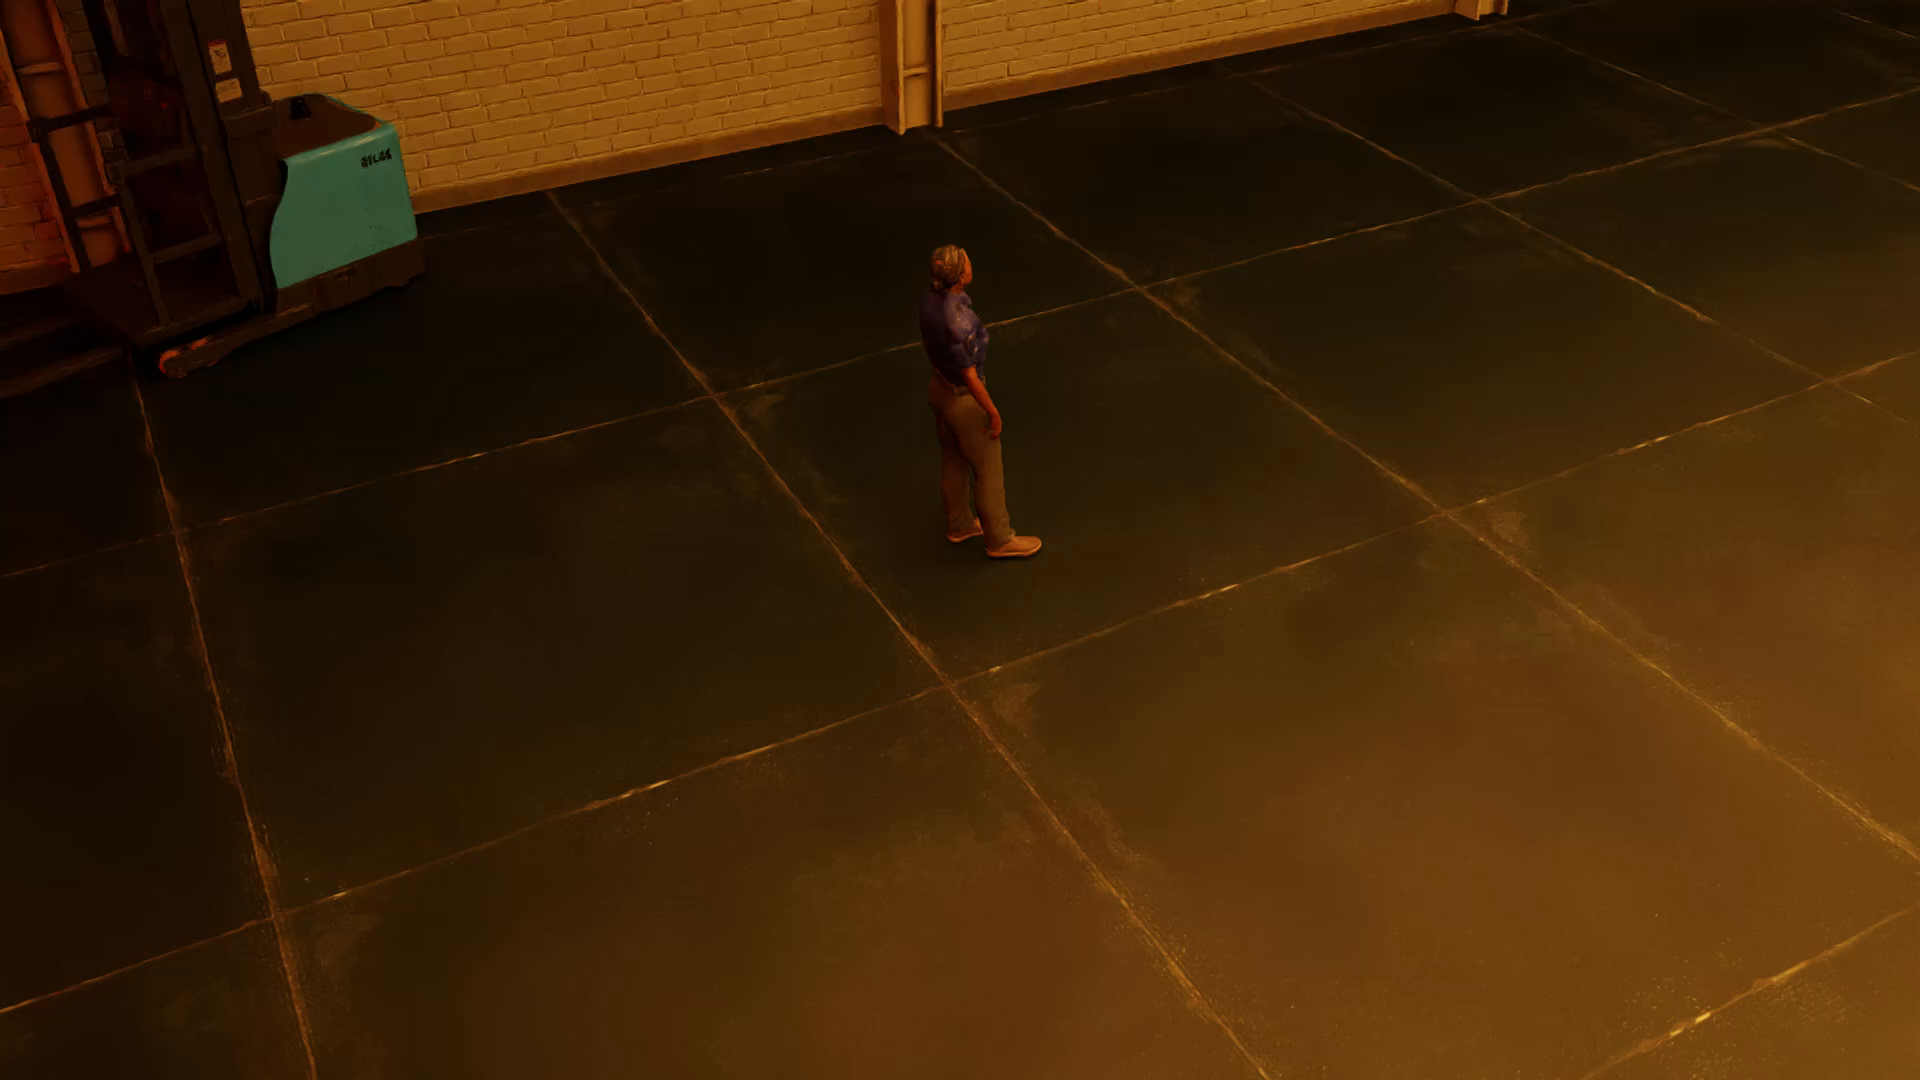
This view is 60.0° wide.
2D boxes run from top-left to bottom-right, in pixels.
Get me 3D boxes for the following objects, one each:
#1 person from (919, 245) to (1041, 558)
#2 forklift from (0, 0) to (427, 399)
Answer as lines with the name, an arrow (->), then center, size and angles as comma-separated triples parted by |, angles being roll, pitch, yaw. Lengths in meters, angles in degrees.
person -> 0.087, -0.695, 8.200 | 0.503, 1.654, 0.570 | -17, 39, -23
forklift -> -4.916, -2.500, 9.660 | 1.130, 2.935, 3.031 | 27, 44, 33
